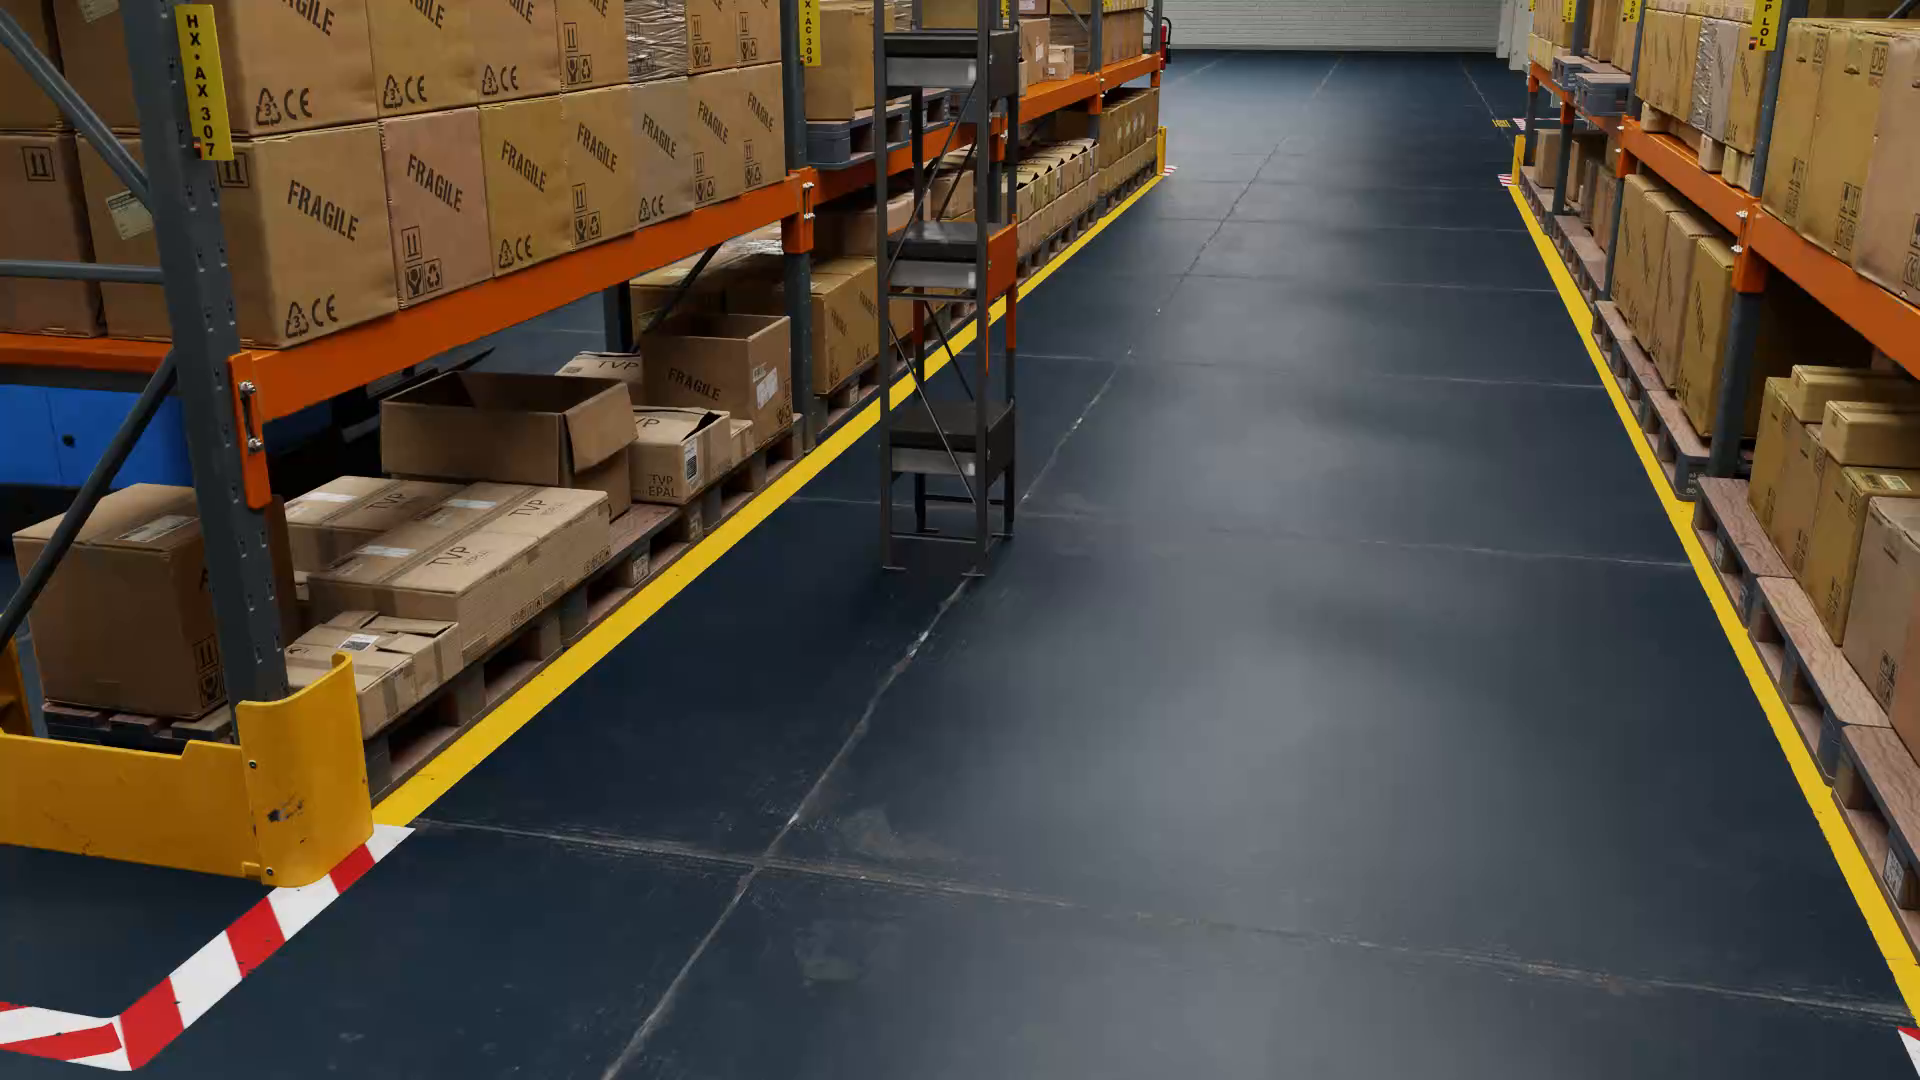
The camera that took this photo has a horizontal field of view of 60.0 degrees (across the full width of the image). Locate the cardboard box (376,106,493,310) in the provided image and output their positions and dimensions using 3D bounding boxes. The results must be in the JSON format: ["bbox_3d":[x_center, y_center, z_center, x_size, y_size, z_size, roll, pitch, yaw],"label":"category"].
[{"bbox_3d":[-1.683,-0.951,4.676,0.500,0.500,0.500,4,19,13],"label":"cardboard box"}]

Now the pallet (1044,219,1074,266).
[{"bbox_3d":[0.326,-2.447,13.526,1.003,0.211,1.213,5,19,13],"label":"pallet"}]

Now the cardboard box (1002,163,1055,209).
[{"bbox_3d":[0.446,-2.759,12.863,0.500,0.311,0.500,4,19,12],"label":"cardboard box"}]

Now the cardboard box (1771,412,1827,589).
[{"bbox_3d":[3.206,-0.119,5.613,0.700,0.500,0.500,4,19,13],"label":"cardboard box"}]

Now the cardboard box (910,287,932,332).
[{"bbox_3d":[-0.463,-1.517,9.675,0.500,0.500,0.500,4,19,11],"label":"cardboard box"}]

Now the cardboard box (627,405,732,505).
[{"bbox_3d":[-1.238,-0.377,6.629,0.500,0.311,0.500,5,19,13],"label":"cardboard box"}]

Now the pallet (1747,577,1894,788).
[{"bbox_3d":[3.056,0.448,5.048,1.003,0.211,1.213,5,19,13],"label":"pallet"}]

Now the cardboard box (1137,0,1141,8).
[{"bbox_3d":[1.708,-5.695,17.563,0.380,0.149,0.250,4,19,13],"label":"cardboard box"}]

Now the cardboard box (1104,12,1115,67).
[{"bbox_3d":[1.115,-4.894,16.221,0.700,0.500,0.500,5,19,14],"label":"cardboard box"}]

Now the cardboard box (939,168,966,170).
[{"bbox_3d":[-0.204,-2.641,12.514,0.500,0.311,0.500,4,19,13],"label":"cardboard box"}]

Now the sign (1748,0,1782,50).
[{"bbox_3d":[3.085,-2.037,6.342,0.100,0.325,0.005,5,19,13],"label":"sign"}]

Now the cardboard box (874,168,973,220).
[{"bbox_3d":[-0.224,-2.181,10.459,0.500,0.250,0.500,5,20,15],"label":"cardboard box"}]

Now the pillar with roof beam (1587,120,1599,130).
[{"bbox_3d":[4.505,-10.020,22.101,9.100,9.000,0.400,5,19,13],"label":"pillar with roof beam"}]

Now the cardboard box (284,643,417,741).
[{"bbox_3d":[-1.733,0.414,4.566,0.380,0.149,0.250,5,19,13],"label":"cardboard box"}]

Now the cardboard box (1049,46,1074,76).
[{"bbox_3d":[0.686,-4.156,14.445,0.500,0.250,0.500,6,20,17],"label":"cardboard box"}]

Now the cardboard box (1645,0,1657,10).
[{"bbox_3d":[4.223,-3.162,9.498,0.500,0.250,0.500,5,20,15],"label":"cardboard box"}]

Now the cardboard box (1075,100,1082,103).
[{"bbox_3d":[0.917,-4.112,16.530,0.500,0.500,0.500,5,19,13],"label":"cardboard box"}]

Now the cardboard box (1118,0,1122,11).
[{"bbox_3d":[1.392,-5.293,16.386,0.380,0.149,0.250,4,19,13],"label":"cardboard box"}]

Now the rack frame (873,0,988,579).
[{"bbox_3d":[-0.100,-0.865,5.972,0.400,2.100,0.015,5,19,13],"label":"rack frame"}]

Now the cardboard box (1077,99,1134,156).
[{"bbox_3d":[1.425,-4.071,16.409,0.500,0.500,0.500,5,19,13],"label":"cardboard box"}]

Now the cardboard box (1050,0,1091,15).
[{"bbox_3d":[1.017,-4.808,14.964,0.380,0.149,0.250,5,19,13],"label":"cardboard box"}]

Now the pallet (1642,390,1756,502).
[{"bbox_3d":[3.729,-0.415,7.576,1.003,0.211,1.213,5,19,13],"label":"pallet"}]

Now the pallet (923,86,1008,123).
[{"bbox_3d":[-0.311,-2.822,10.605,1.213,0.211,1.003,5,19,13],"label":"pallet"}]

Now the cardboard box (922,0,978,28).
[{"bbox_3d":[-0.258,-3.170,10.525,0.700,0.500,0.500,-2,19,-5],"label":"cardboard box"}]

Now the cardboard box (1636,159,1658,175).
[{"bbox_3d":[4.916,-2.524,11.464,0.500,0.250,0.500,5,19,14],"label":"cardboard box"}]

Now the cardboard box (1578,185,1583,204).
[{"bbox_3d":[5.670,-3.032,14.626,0.380,0.166,0.250,2,19,6],"label":"cardboard box"}]

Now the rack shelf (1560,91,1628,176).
[{"bbox_3d":[5.080,-3.027,12.022,1.077,0.370,4.000,5,19,13],"label":"rack shelf"}]

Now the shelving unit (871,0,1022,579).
[{"bbox_3d":[-0.040,-0.942,6.196,0.431,2.100,0.503,5,19,13],"label":"shelving unit"}]

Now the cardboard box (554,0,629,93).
[{"bbox_3d":[-1.433,-1.742,5.446,0.500,0.500,0.500,4,19,13],"label":"cardboard box"}]

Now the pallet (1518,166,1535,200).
[{"bbox_3d":[6.294,-3.653,17.055,1.003,0.211,1.213,5,19,13],"label":"pallet"}]

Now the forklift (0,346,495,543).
[{"bbox_3d":[-3.140,-1.773,7.344,1.130,2.935,3.031,3,19,10],"label":"forklift"}]

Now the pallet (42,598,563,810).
[{"bbox_3d":[-1.956,0.423,5.124,1.003,0.211,1.213,5,19,13],"label":"pallet"}]

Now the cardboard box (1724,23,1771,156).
[{"bbox_3d":[3.482,-1.849,6.814,0.500,0.500,0.500,4,19,13],"label":"cardboard box"}]

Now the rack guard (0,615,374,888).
[{"bbox_3d":[-2.150,0.536,4.345,1.175,0.500,0.348,5,19,13],"label":"rack guard"}]

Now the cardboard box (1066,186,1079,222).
[{"bbox_3d":[0.694,-2.810,13.879,0.500,0.250,0.500,5,20,15],"label":"cardboard box"}]

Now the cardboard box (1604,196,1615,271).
[{"bbox_3d":[4.716,-1.996,11.076,0.700,0.500,0.500,5,19,14],"label":"cardboard box"}]

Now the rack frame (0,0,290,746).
[{"bbox_3d":[-2.168,-0.623,3.871,1.000,3.000,0.127,5,19,13],"label":"rack frame"}]

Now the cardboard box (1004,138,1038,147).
[{"bbox_3d":[0.421,-3.437,14.847,0.500,0.311,0.500,5,19,14],"label":"cardboard box"}]

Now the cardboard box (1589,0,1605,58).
[{"bbox_3d":[5.411,-4.093,13.195,0.700,0.500,0.500,5,19,14],"label":"cardboard box"}]

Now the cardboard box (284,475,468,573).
[{"bbox_3d":[-2.013,-0.015,5.665,0.500,0.250,0.500,5,19,13],"label":"cardboard box"}]

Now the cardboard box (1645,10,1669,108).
[{"bbox_3d":[4.087,-2.643,9.138,0.500,0.500,0.500,5,20,15],"label":"cardboard box"}]

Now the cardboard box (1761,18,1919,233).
[{"bbox_3d":[3.465,-1.460,5.858,0.980,0.700,0.700,5,19,14],"label":"cardboard box"}]

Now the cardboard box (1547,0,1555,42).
[{"bbox_3d":[5.634,-4.774,15.065,0.500,0.500,0.500,4,19,12],"label":"cardboard box"}]

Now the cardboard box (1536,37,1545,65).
[{"bbox_3d":[5.875,-4.736,16.112,0.500,0.250,0.500,4,19,13],"label":"cardboard box"}]

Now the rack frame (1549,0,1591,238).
[{"bbox_3d":[5.568,-3.994,13.741,1.000,3.000,0.127,5,19,13],"label":"rack frame"}]

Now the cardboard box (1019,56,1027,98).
[{"bbox_3d":[0.193,-3.353,12.003,0.500,0.311,0.500,4,19,13],"label":"cardboard box"}]

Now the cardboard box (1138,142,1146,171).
[{"bbox_3d":[1.666,-4.030,17.449,0.500,0.250,0.500,5,19,13],"label":"cardboard box"}]

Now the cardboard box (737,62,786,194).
[{"bbox_3d":[-1.064,-1.747,7.008,0.500,0.500,0.500,5,19,14],"label":"cardboard box"}]

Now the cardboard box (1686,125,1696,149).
[{"bbox_3d":[3.922,-2.065,8.449,0.380,0.149,0.250,5,19,14],"label":"cardboard box"}]

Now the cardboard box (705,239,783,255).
[{"bbox_3d":[-1.096,-1.391,9.306,0.500,0.500,0.500,5,19,14],"label":"cardboard box"}]

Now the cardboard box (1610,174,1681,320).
[{"bbox_3d":[4.284,-1.702,9.706,0.750,0.750,0.750,4,19,13],"label":"cardboard box"}]

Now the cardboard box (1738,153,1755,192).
[{"bbox_3d":[3.422,-1.506,6.813,0.380,0.149,0.250,5,19,14],"label":"cardboard box"}]
